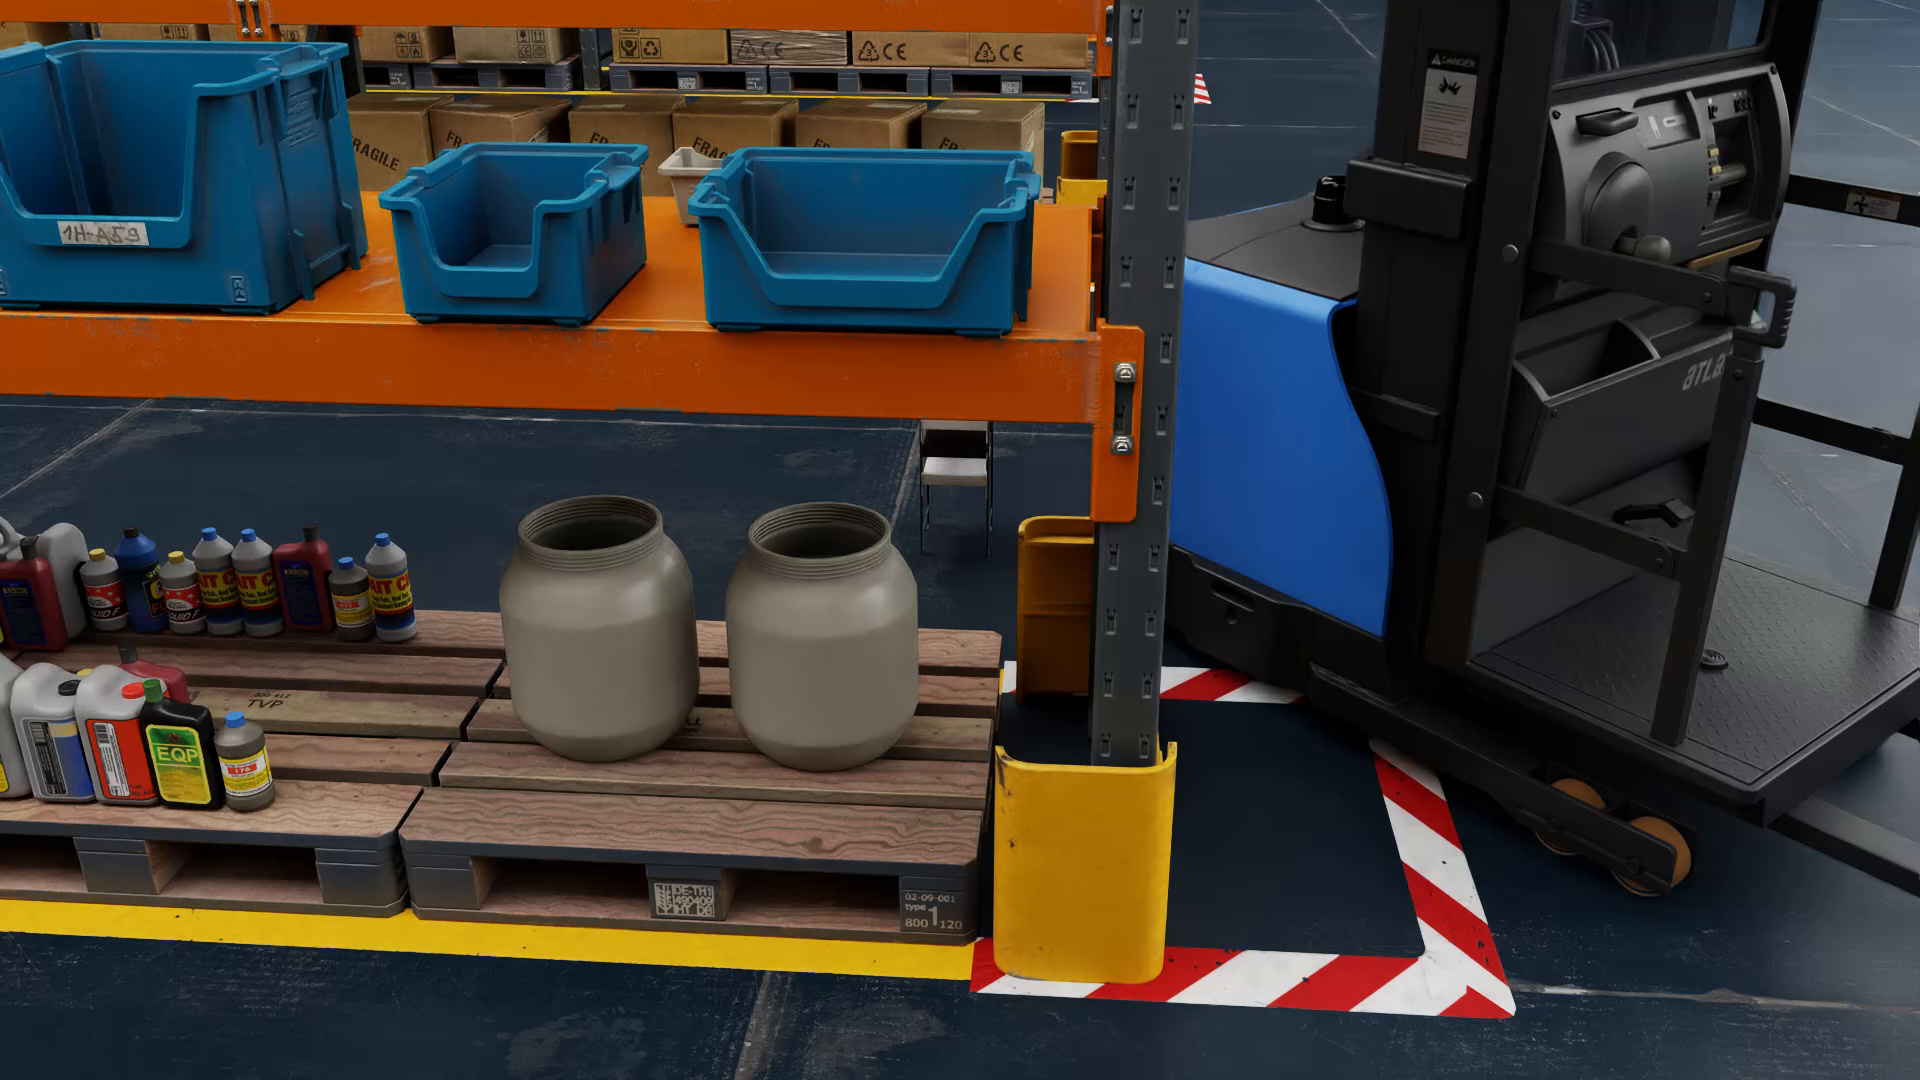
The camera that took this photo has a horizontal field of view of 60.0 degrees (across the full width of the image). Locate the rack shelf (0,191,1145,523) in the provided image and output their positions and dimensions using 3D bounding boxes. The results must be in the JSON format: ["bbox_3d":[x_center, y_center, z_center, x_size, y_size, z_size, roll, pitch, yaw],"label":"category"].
[{"bbox_3d":[-1.635,-0.476,3.557,4.000,0.370,1.077,2,25,4],"label":"rack shelf"}]

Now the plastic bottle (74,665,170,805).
[{"bbox_3d":[-1.754,0.403,3.518,0.135,0.276,0.152,2,25,4],"label":"plastic bottle"}]

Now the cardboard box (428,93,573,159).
[{"bbox_3d":[-2.282,-1.942,8.370,0.500,0.500,0.500,10,27,21],"label":"cardboard box"}]

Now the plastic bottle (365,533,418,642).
[{"bbox_3d":[-1.424,0.113,4.155,0.097,0.271,0.097,0,25,0],"label":"plastic bottle"}]

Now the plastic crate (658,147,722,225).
[{"bbox_3d":[-0.508,-0.782,3.677,0.250,0.136,0.298,2,25,4],"label":"plastic crate"}]

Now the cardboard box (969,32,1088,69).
[{"bbox_3d":[0.538,-4.087,12.583,0.875,0.875,0.875,2,25,4],"label":"cardboard box"}]

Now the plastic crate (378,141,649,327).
[{"bbox_3d":[-0.809,-0.586,3.113,0.408,0.251,0.499,2,25,4],"label":"plastic crate"}]

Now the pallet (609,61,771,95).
[{"bbox_3d":[-2.017,-3.672,12.977,1.213,0.211,1.003,2,25,4],"label":"pallet"}]

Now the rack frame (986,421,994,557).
[{"bbox_3d":[0.093,-0.406,5.055,0.006,0.900,0.240,2,25,4],"label":"rack frame"}]

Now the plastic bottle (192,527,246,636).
[{"bbox_3d":[-1.866,0.098,4.185,0.097,0.271,0.097,0,25,0],"label":"plastic bottle"}]

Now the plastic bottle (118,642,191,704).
[{"bbox_3d":[-1.747,0.355,3.613,0.133,0.283,0.061,2,25,4],"label":"plastic bottle"}]

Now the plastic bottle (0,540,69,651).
[{"bbox_3d":[-2.297,0.135,4.091,0.133,0.283,0.061,2,25,4],"label":"plastic bottle"}]

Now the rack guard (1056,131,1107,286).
[{"bbox_3d":[0.663,-1.670,8.282,0.348,0.500,1.175,2,25,4],"label":"rack guard"}]

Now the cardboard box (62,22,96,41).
[{"bbox_3d":[-7.443,-4.308,13.511,0.500,0.500,0.500,1,25,2],"label":"cardboard box"}]

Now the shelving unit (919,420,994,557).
[{"bbox_3d":[-0.008,-0.409,5.062,0.210,0.900,0.258,2,25,4],"label":"shelving unit"}]

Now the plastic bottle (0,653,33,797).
[{"bbox_3d":[-2.058,0.361,3.520,0.185,0.351,0.144,3,25,6],"label":"plastic bottle"}]

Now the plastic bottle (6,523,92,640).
[{"bbox_3d":[-2.289,0.094,4.189,0.135,0.276,0.152,2,25,5],"label":"plastic bottle"}]

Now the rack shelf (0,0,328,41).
[{"bbox_3d":[-5.244,-2.669,8.322,4.000,0.370,1.077,2,25,4],"label":"rack shelf"}]

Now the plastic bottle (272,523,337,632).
[{"bbox_3d":[-1.649,0.092,4.184,0.133,0.283,0.061,2,25,5],"label":"plastic bottle"}]

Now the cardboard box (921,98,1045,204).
[{"bbox_3d":[0.117,-1.886,8.248,0.500,0.500,0.500,6,25,14],"label":"cardboard box"}]

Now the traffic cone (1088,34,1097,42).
[{"bbox_3d":[1.224,-4.784,15.093,0.334,0.463,0.336,2,25,4],"label":"traffic cone"}]

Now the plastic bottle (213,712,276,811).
[{"bbox_3d":[-1.505,0.456,3.492,0.097,0.201,0.097,0,25,0],"label":"plastic bottle"}]

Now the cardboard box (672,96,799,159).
[{"bbox_3d":[-1.104,-1.918,8.319,0.500,0.500,0.500,4,25,9],"label":"cardboard box"}]

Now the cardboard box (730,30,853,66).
[{"bbox_3d":[-1.248,-4.144,12.708,0.875,0.875,0.875,2,25,4],"label":"cardboard box"}]

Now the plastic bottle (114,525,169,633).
[{"bbox_3d":[-2.068,0.092,4.199,0.097,0.271,0.097,0,25,0],"label":"plastic bottle"}]

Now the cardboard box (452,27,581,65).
[{"bbox_3d":[-3.395,-4.147,12.862,0.750,0.750,1.050,2,25,4],"label":"cardboard box"}]

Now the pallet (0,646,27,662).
[{"bbox_3d":[-2.962,0.438,4.045,1.213,0.211,1.003,2,25,4],"label":"pallet"}]

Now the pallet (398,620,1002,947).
[{"bbox_3d":[-0.529,0.517,3.875,1.213,0.211,1.003,2,25,4],"label":"pallet"}]

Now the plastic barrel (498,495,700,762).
[{"bbox_3d":[-0.802,0.195,3.712,0.421,0.512,0.421,0,25,0],"label":"plastic barrel"}]

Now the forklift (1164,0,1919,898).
[{"bbox_3d":[1.694,-0.801,3.485,1.130,2.935,3.031,-19,31,-35],"label":"forklift"}]

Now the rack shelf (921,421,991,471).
[{"bbox_3d":[-0.008,-0.297,5.114,0.200,0.077,0.258,2,25,4],"label":"rack shelf"}]

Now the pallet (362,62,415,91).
[{"bbox_3d":[-4.764,-3.760,13.169,1.213,0.211,1.003,2,25,4],"label":"pallet"}]

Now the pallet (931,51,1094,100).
[{"bbox_3d":[0.416,-3.594,12.807,1.213,0.211,1.003,2,25,4],"label":"pallet"}]

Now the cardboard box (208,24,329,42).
[{"bbox_3d":[-5.285,-4.209,12.997,0.750,0.750,1.050,2,25,5],"label":"cardboard box"}]

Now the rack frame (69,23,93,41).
[{"bbox_3d":[-6.757,-5.123,12.796,0.127,3.000,1.000,2,25,4],"label":"rack frame"}]

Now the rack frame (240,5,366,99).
[{"bbox_3d":[-3.250,-2.931,8.032,0.127,3.000,1.000,2,25,4],"label":"rack frame"}]
